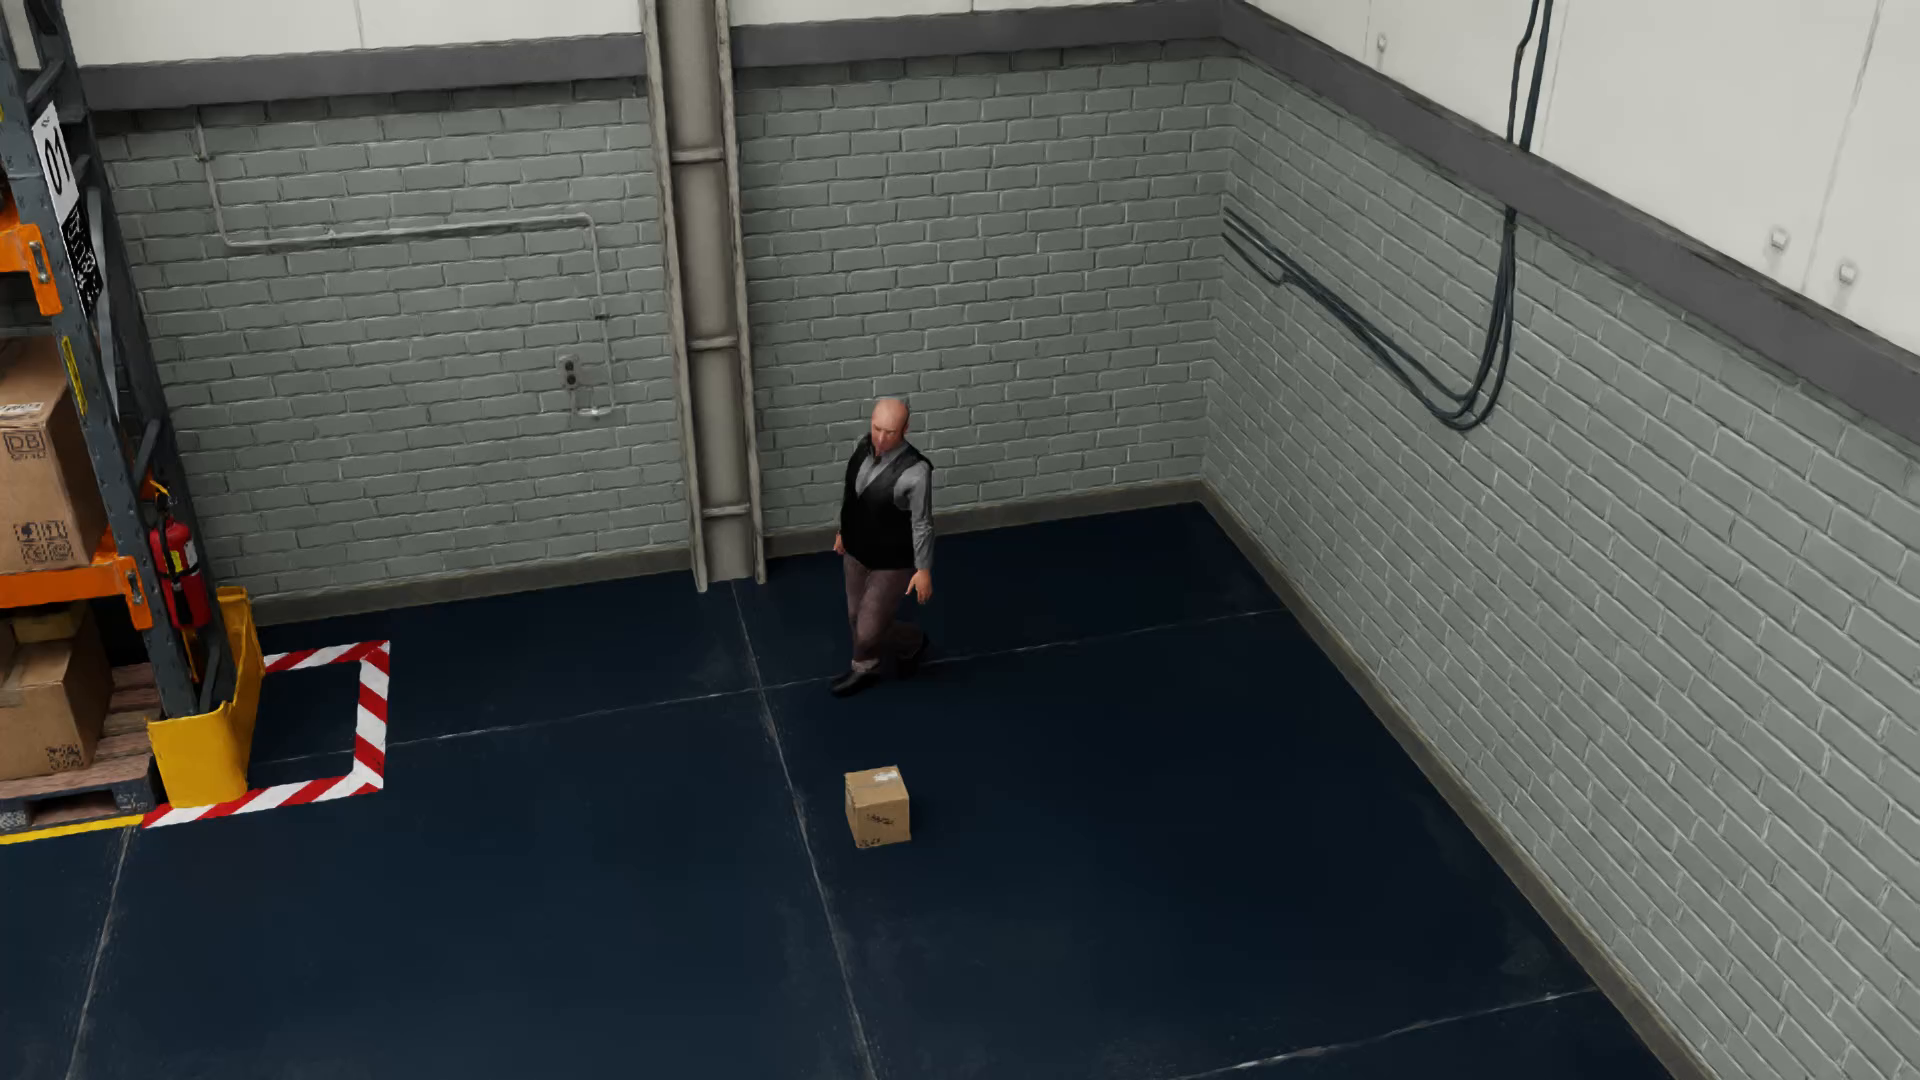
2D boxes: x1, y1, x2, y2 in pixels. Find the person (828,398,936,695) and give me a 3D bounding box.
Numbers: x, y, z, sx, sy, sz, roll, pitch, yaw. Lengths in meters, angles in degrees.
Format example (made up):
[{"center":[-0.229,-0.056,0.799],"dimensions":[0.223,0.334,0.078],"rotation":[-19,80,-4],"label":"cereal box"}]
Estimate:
[{"center":[-0.377,0.057,8.148],"dimensions":[0.503,1.704,0.643],"rotation":[-24,38,-35],"label":"person"}]
